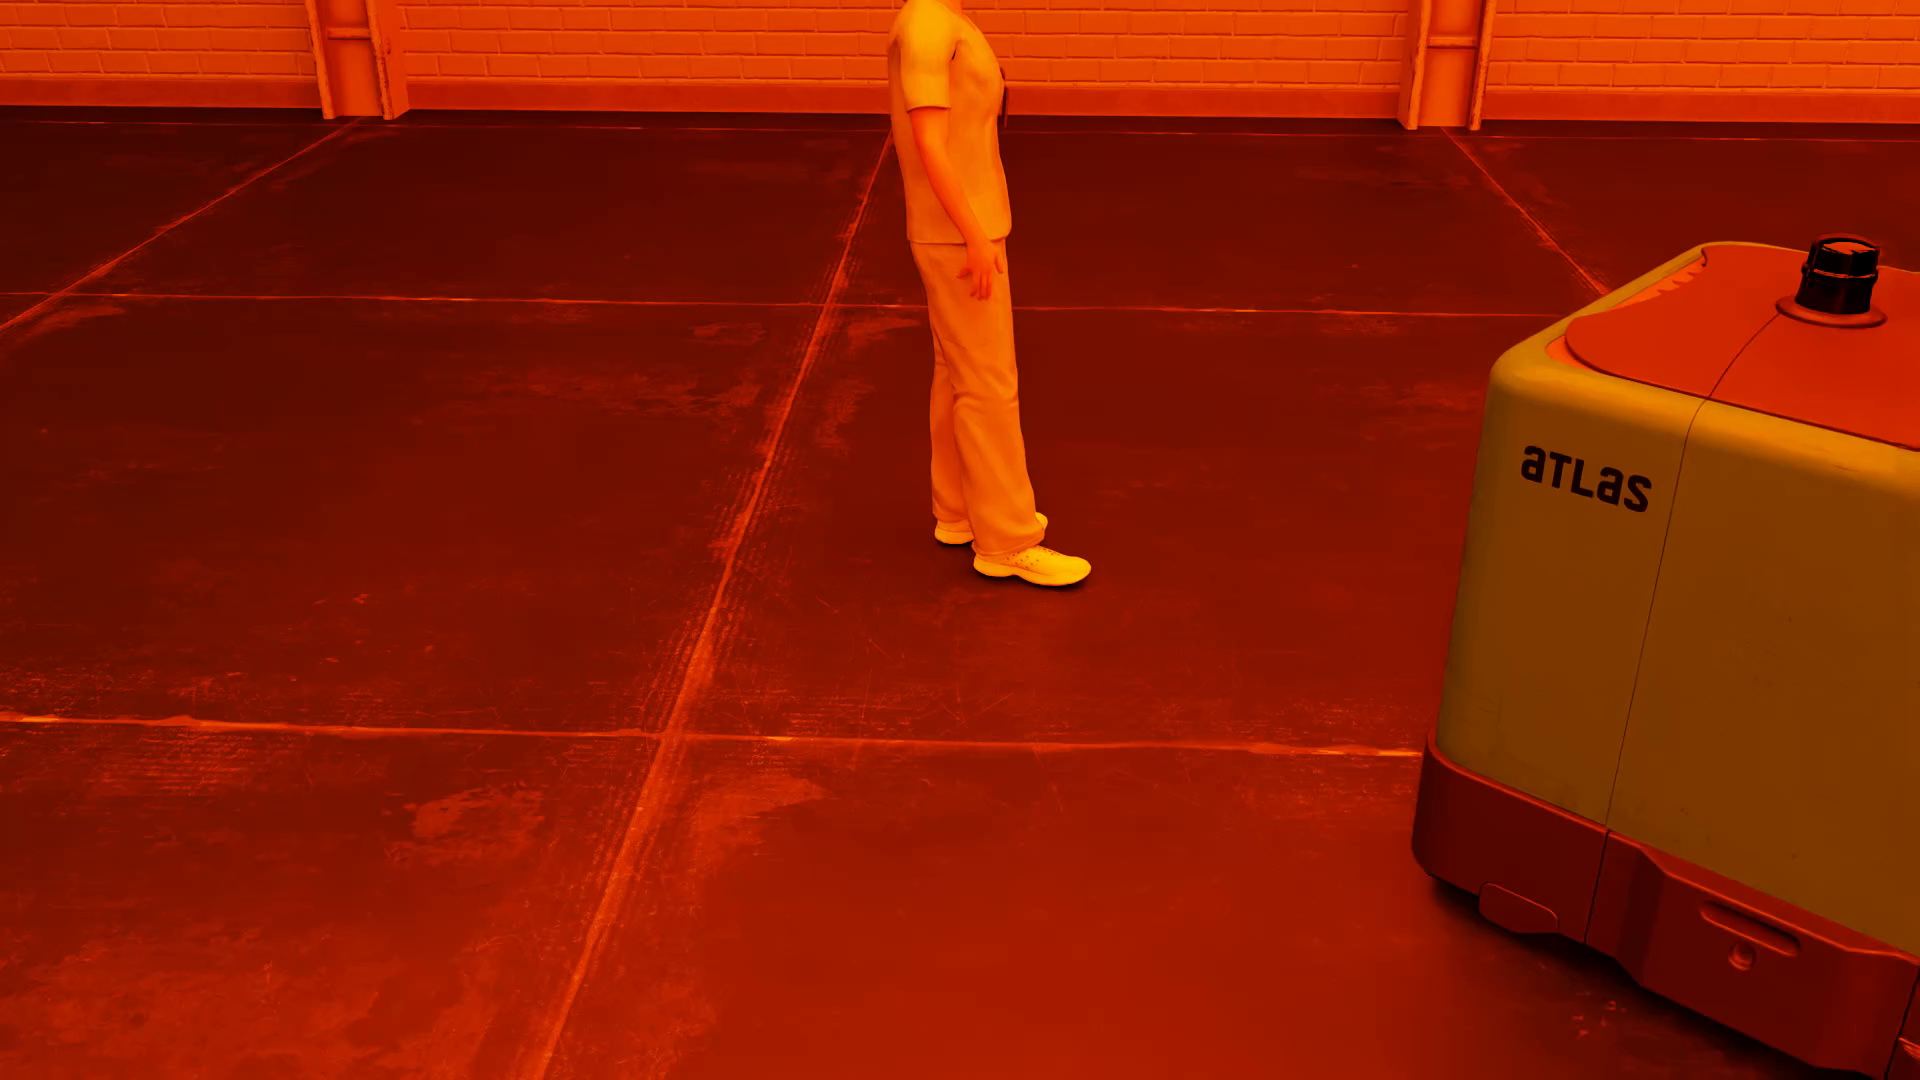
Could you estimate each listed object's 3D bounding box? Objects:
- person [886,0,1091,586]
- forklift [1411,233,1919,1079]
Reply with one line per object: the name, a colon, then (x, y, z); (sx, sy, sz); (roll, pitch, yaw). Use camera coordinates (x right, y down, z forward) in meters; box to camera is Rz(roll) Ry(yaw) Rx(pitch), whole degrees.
person: (0.073, -0.750, 4.133); (0.549, 1.675, 0.550); (1, 26, 2)
forklift: (2.286, -0.371, 1.961); (3.031, 2.935, 1.130); (22, 34, 37)
